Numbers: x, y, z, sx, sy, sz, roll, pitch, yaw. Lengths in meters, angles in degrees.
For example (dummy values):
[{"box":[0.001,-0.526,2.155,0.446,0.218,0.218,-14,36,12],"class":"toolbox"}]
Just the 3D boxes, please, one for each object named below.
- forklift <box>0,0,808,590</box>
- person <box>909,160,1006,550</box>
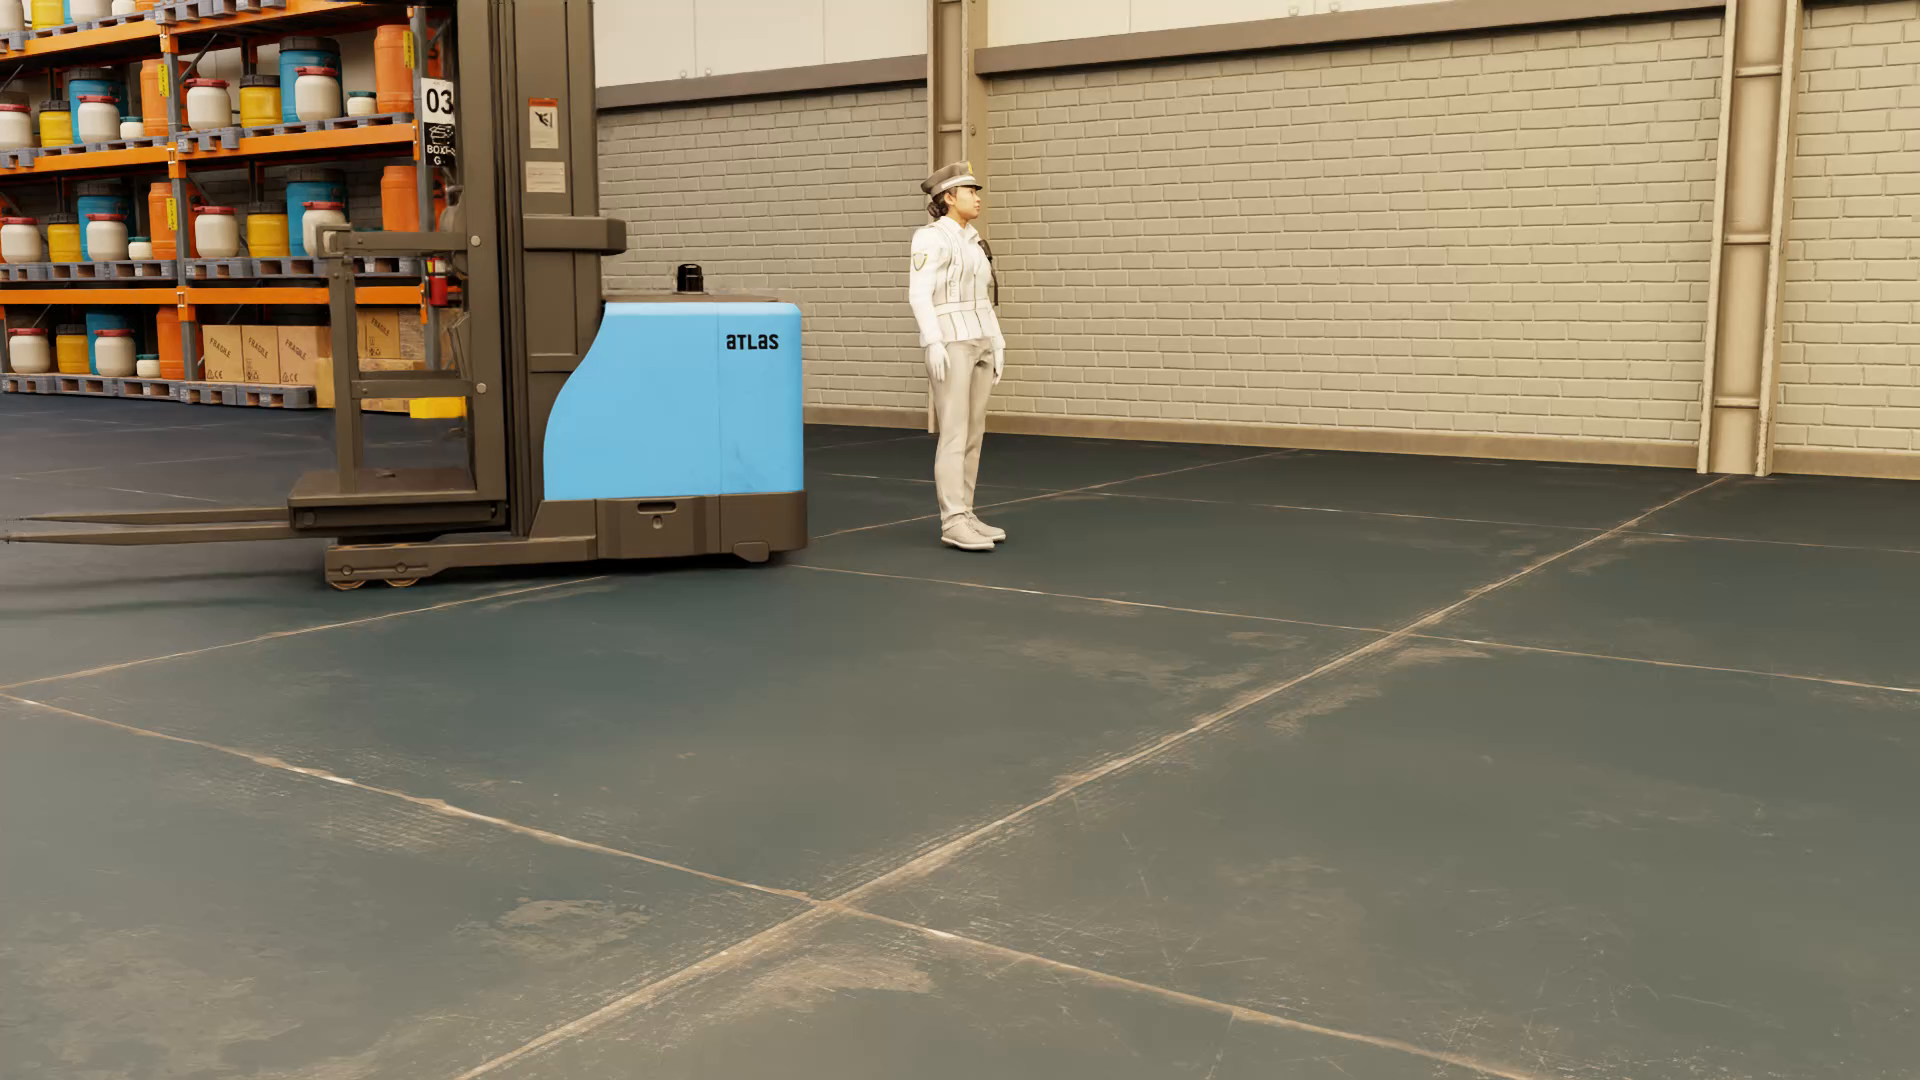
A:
[{"box":[-2.206,-1.346,6.656,3.031,2.935,1.130,-3,8,-18],"class":"forklift"},{"box":[0.052,-0.840,7.441,0.534,1.696,0.587,5,10,34],"class":"person"}]
